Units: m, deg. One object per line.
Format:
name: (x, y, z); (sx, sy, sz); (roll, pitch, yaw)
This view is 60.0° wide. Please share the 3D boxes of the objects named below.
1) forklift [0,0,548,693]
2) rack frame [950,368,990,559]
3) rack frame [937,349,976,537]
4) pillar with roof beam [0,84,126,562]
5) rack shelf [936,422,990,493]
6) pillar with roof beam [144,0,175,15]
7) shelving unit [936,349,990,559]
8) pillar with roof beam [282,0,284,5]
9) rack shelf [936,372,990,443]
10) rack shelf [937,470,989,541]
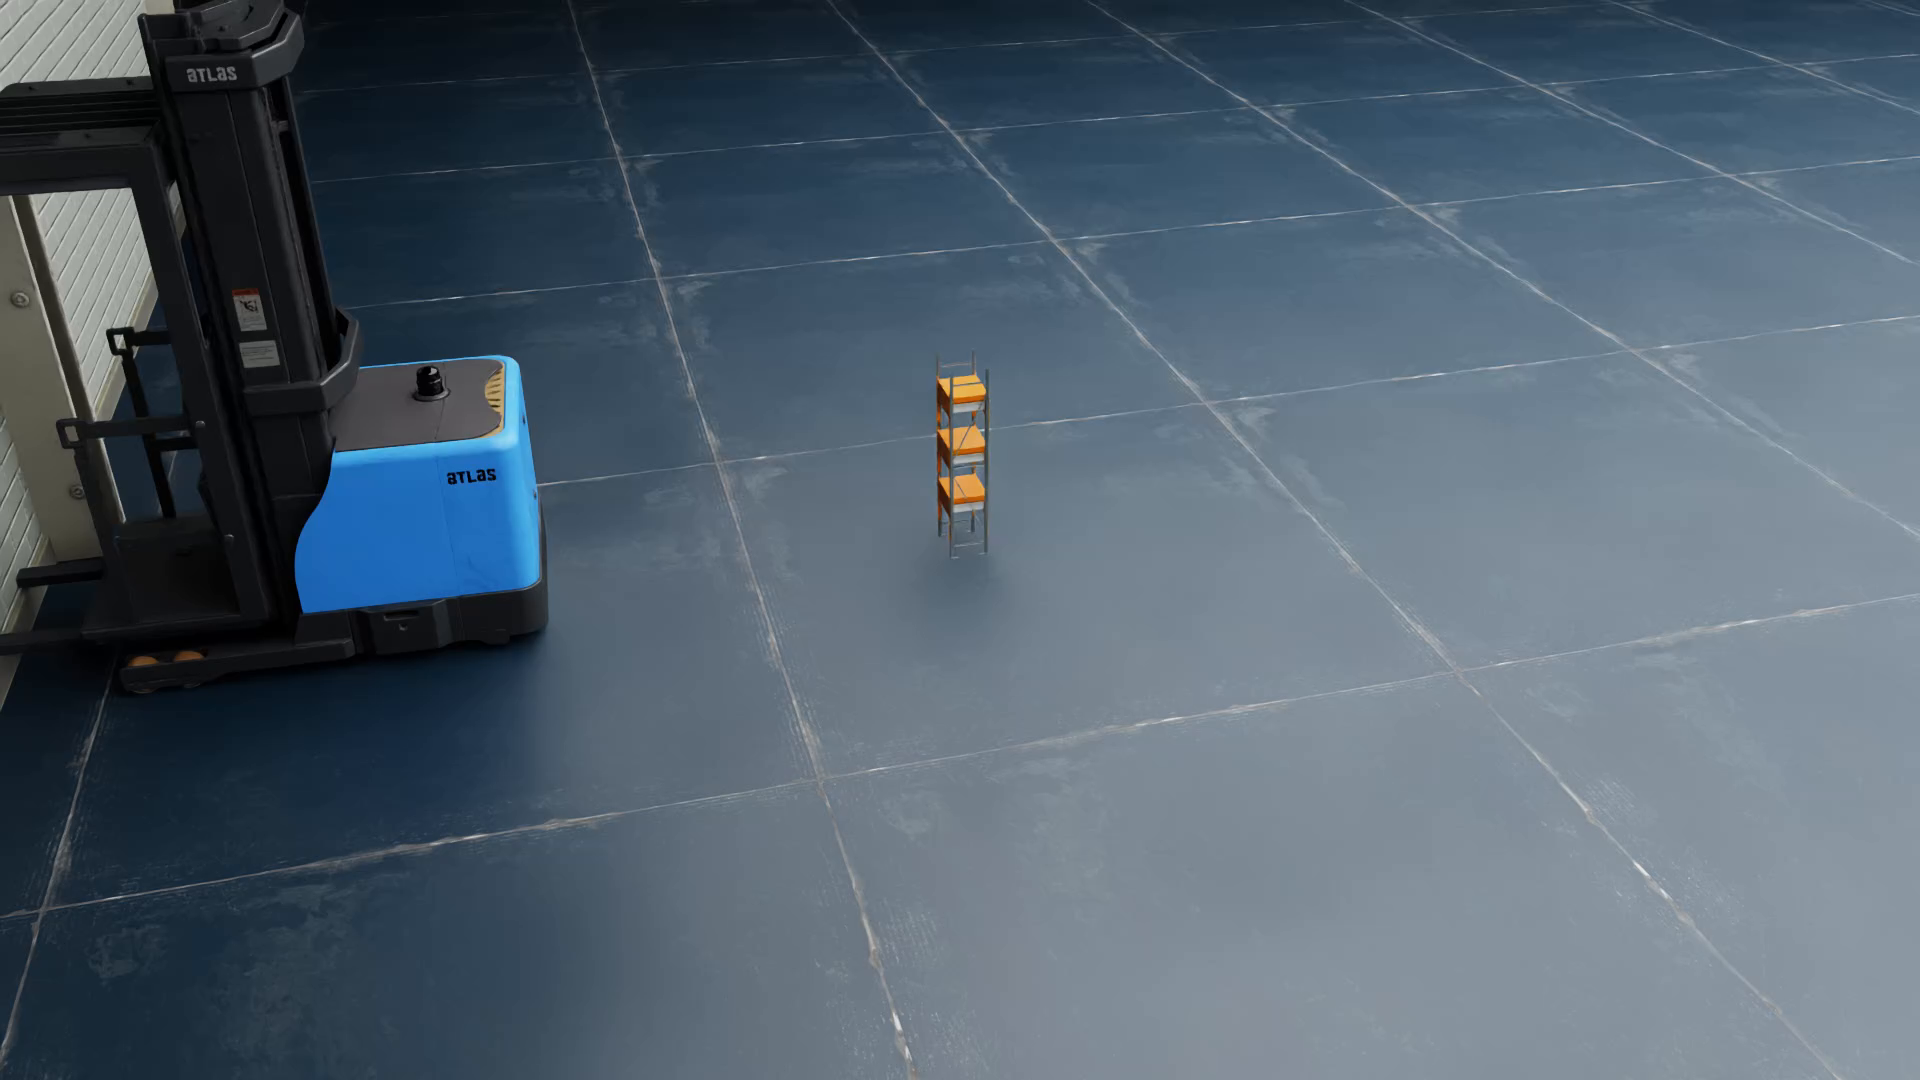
forklift: (-3.539, -0.863, 7.315); (3.031, 2.935, 1.130); (-7, 31, -11)
rack frame: (0.047, -0.370, 8.341); (0.200, 1.050, 0.008); (-8, 31, -13)
rack frame: (-0.018, -0.487, 8.544); (0.200, 1.050, 0.008); (-8, 31, -13)
pillar with roof beam: (-0.435, -4.467, 7.484); (9.100, 9.000, 0.400); (-8, 31, -13)
rack shelf: (0.014, -0.419, 8.448); (0.215, 0.259, 0.240); (-8, 31, -13)
pillar with roof beam: (-2.027, -7.365, 12.491); (9.100, 9.000, 0.400); (-8, 31, -13)
shelving unit: (0.014, -0.429, 8.442); (0.215, 1.050, 0.252); (-8, 31, -13)
pillar with roof beam: (-3.620, -10.263, 17.498); (9.100, 9.000, 0.400); (-8, 31, -13)
rack shelf: (0.014, -0.665, 8.306); (0.215, 0.259, 0.240); (-8, 31, -13)
rack shelf: (0.014, -0.179, 8.587); (0.215, 0.259, 0.240); (-8, 31, -13)
